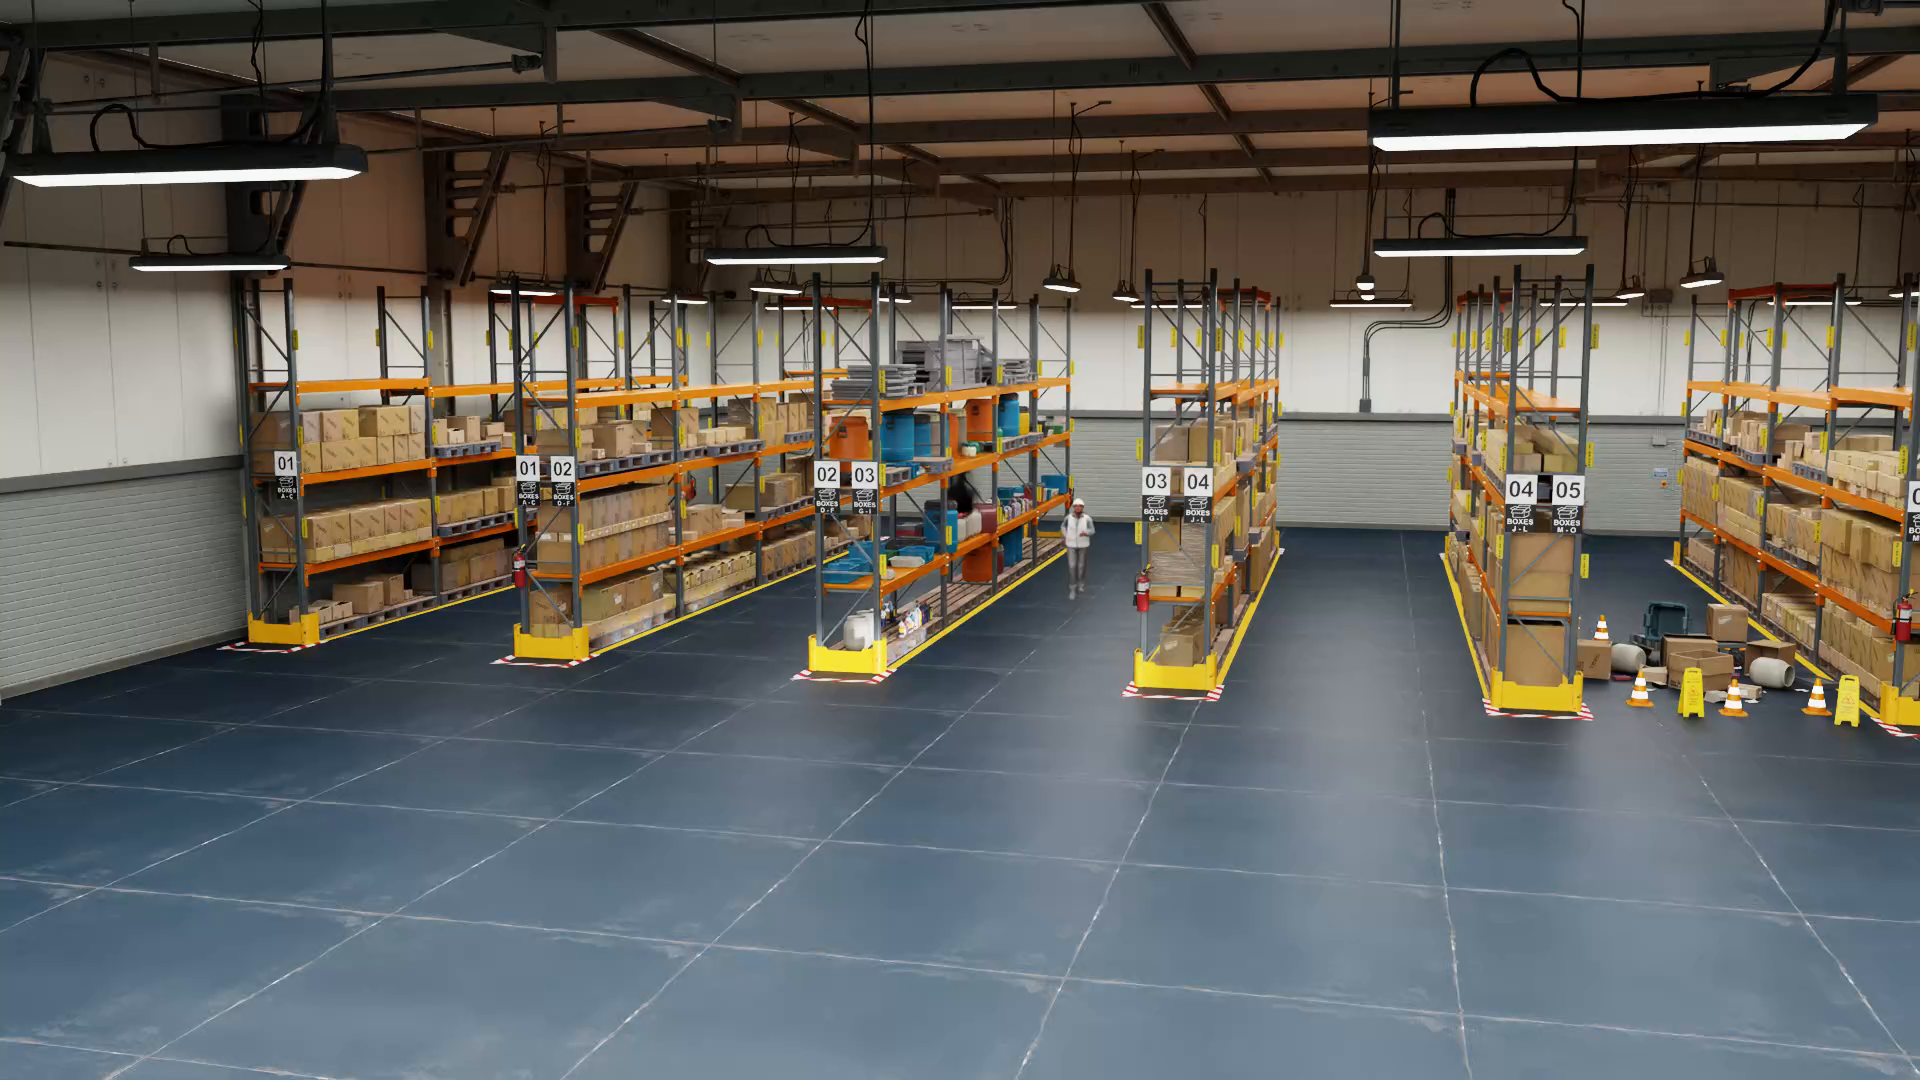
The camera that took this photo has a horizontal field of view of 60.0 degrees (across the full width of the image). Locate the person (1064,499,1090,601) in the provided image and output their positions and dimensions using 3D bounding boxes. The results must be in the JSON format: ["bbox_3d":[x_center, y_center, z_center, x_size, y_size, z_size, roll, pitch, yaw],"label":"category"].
[{"bbox_3d":[2.150,0.161,30.809,0.502,1.864,0.680,1,7,7],"label":"person"}]

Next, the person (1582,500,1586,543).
[{"bbox_3d":[14.553,-0.592,39.629,0.878,1.724,0.661,-1,7,-7],"label":"person"}]

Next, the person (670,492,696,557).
[{"bbox_3d":[-5.901,-0.142,35.491,0.712,1.776,1.037,1,7,10],"label":"person"}]
